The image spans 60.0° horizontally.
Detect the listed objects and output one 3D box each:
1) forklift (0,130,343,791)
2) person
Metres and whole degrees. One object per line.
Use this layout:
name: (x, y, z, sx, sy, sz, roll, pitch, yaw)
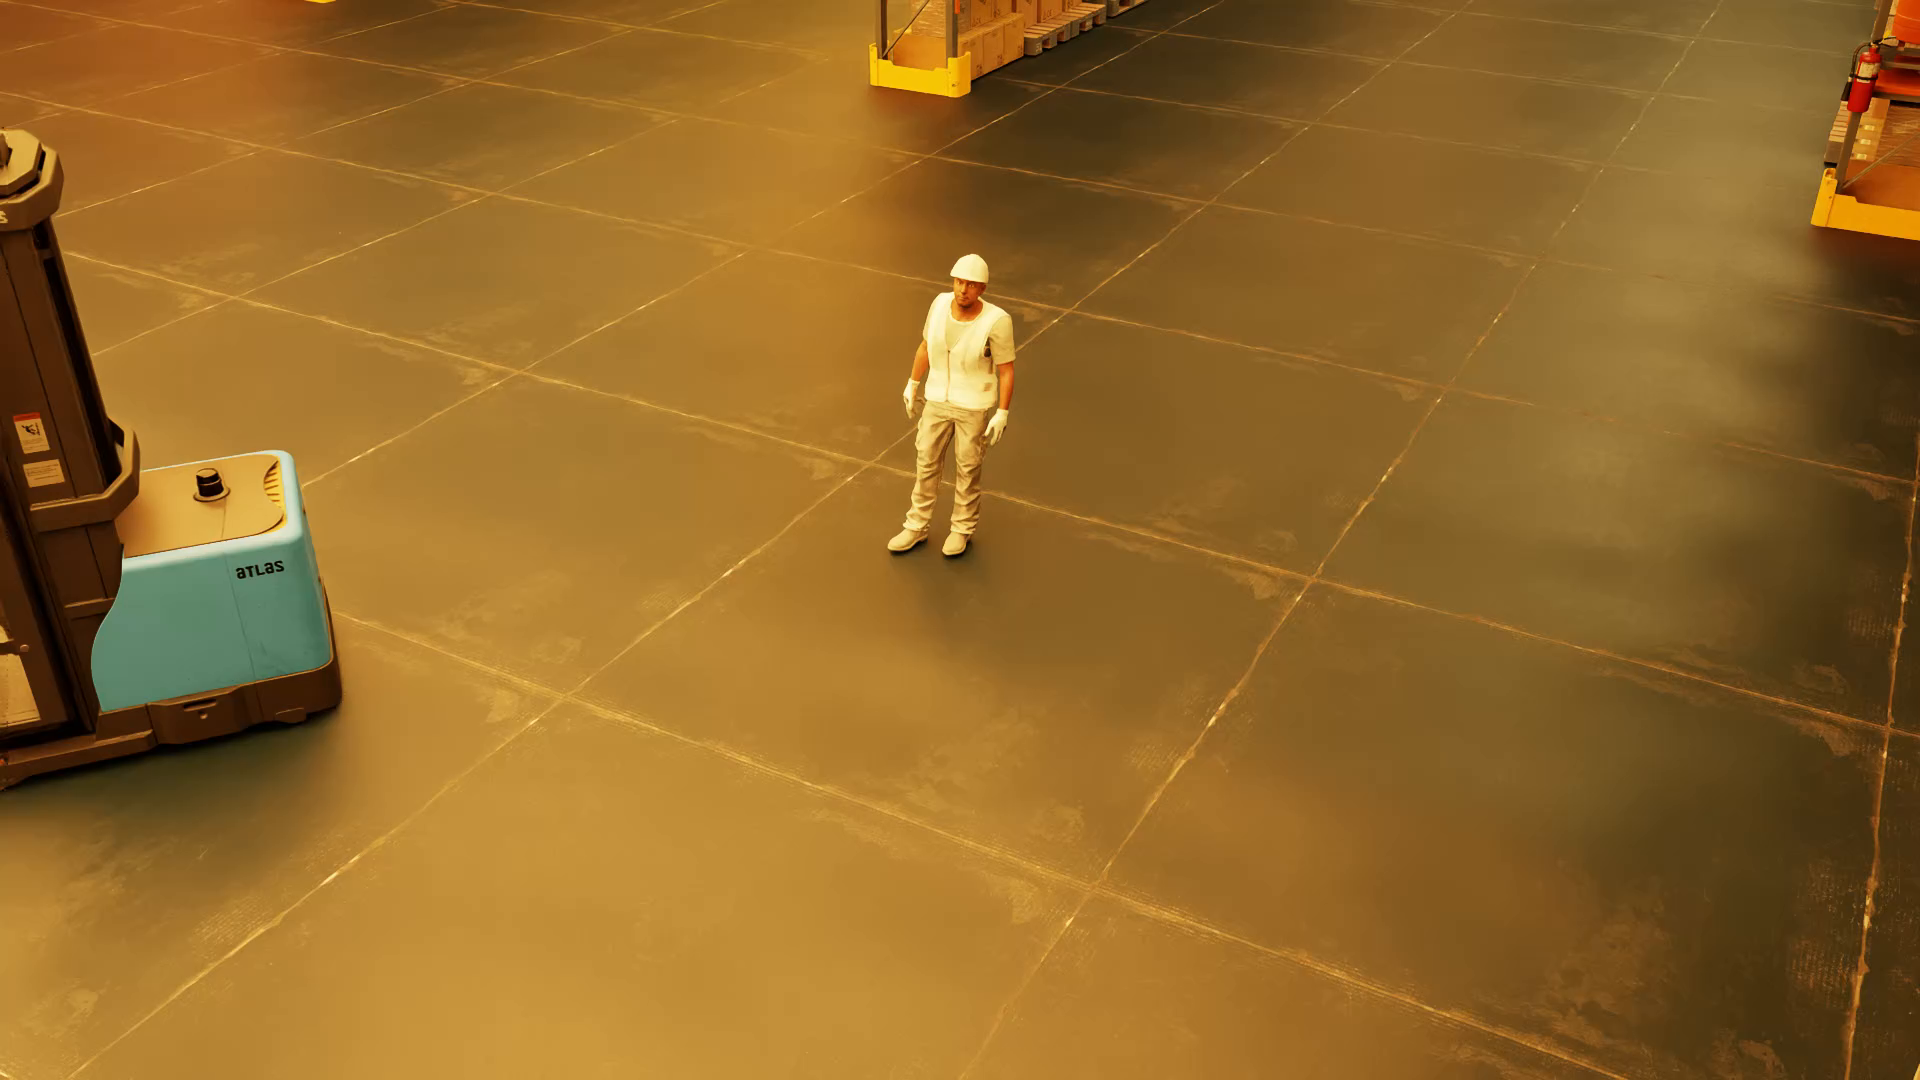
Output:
forklift: (-4.715, -0.328, 7.638, 3.031, 2.935, 1.130, -11, 32, -19)
person: (-0.043, -0.749, 9.502, 0.657, 1.785, 0.575, 15, 33, 25)
